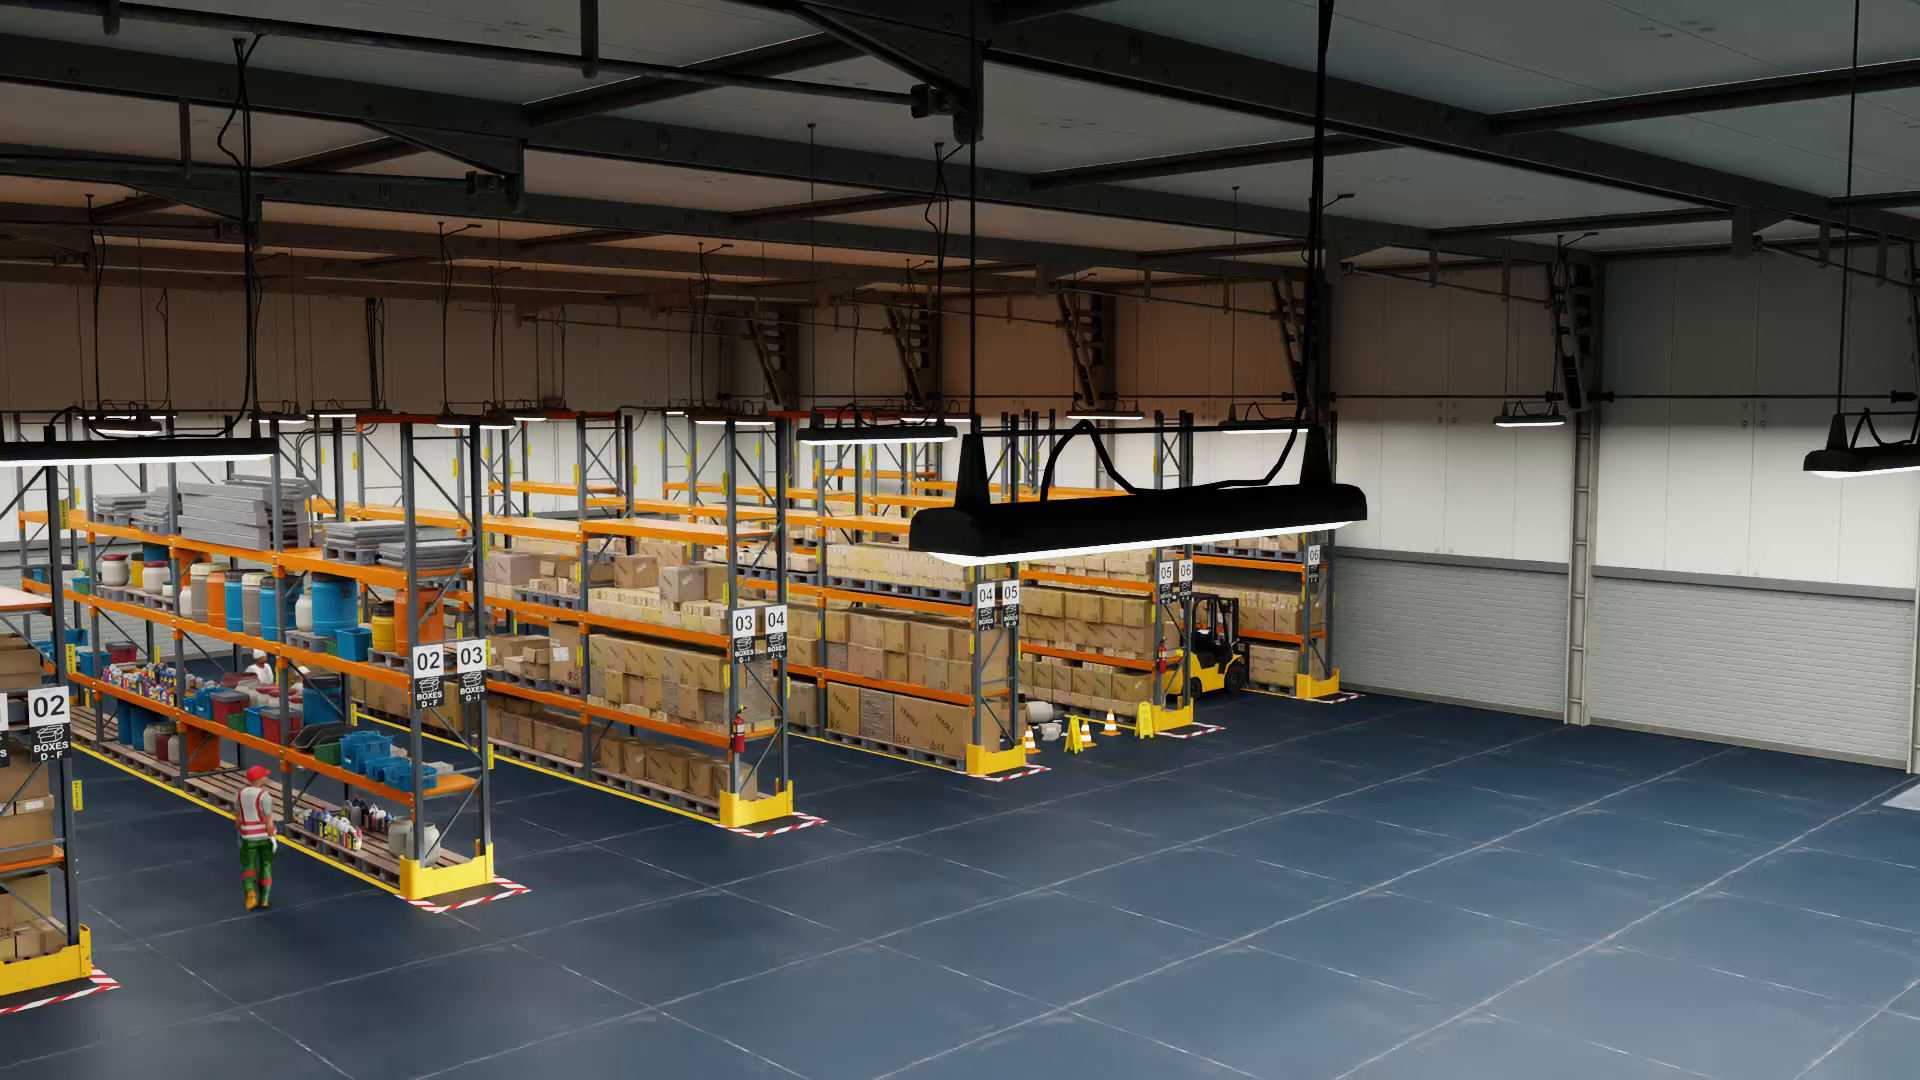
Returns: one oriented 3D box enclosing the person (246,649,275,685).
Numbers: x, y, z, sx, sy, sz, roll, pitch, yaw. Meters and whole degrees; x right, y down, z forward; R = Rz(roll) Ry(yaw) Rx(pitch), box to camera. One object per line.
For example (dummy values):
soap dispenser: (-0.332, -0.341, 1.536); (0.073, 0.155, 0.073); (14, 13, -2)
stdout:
person: (-12.662, 2.847, 30.173); (1.019, 1.752, 0.708); (3, 6, 34)

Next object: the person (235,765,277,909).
person: (-8.653, 3.660, 20.425); (0.494, 1.780, 0.726); (-1, 5, -16)

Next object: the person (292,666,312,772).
person: (-10.969, 3.012, 28.061); (0.570, 1.806, 0.599); (1, 5, 17)
